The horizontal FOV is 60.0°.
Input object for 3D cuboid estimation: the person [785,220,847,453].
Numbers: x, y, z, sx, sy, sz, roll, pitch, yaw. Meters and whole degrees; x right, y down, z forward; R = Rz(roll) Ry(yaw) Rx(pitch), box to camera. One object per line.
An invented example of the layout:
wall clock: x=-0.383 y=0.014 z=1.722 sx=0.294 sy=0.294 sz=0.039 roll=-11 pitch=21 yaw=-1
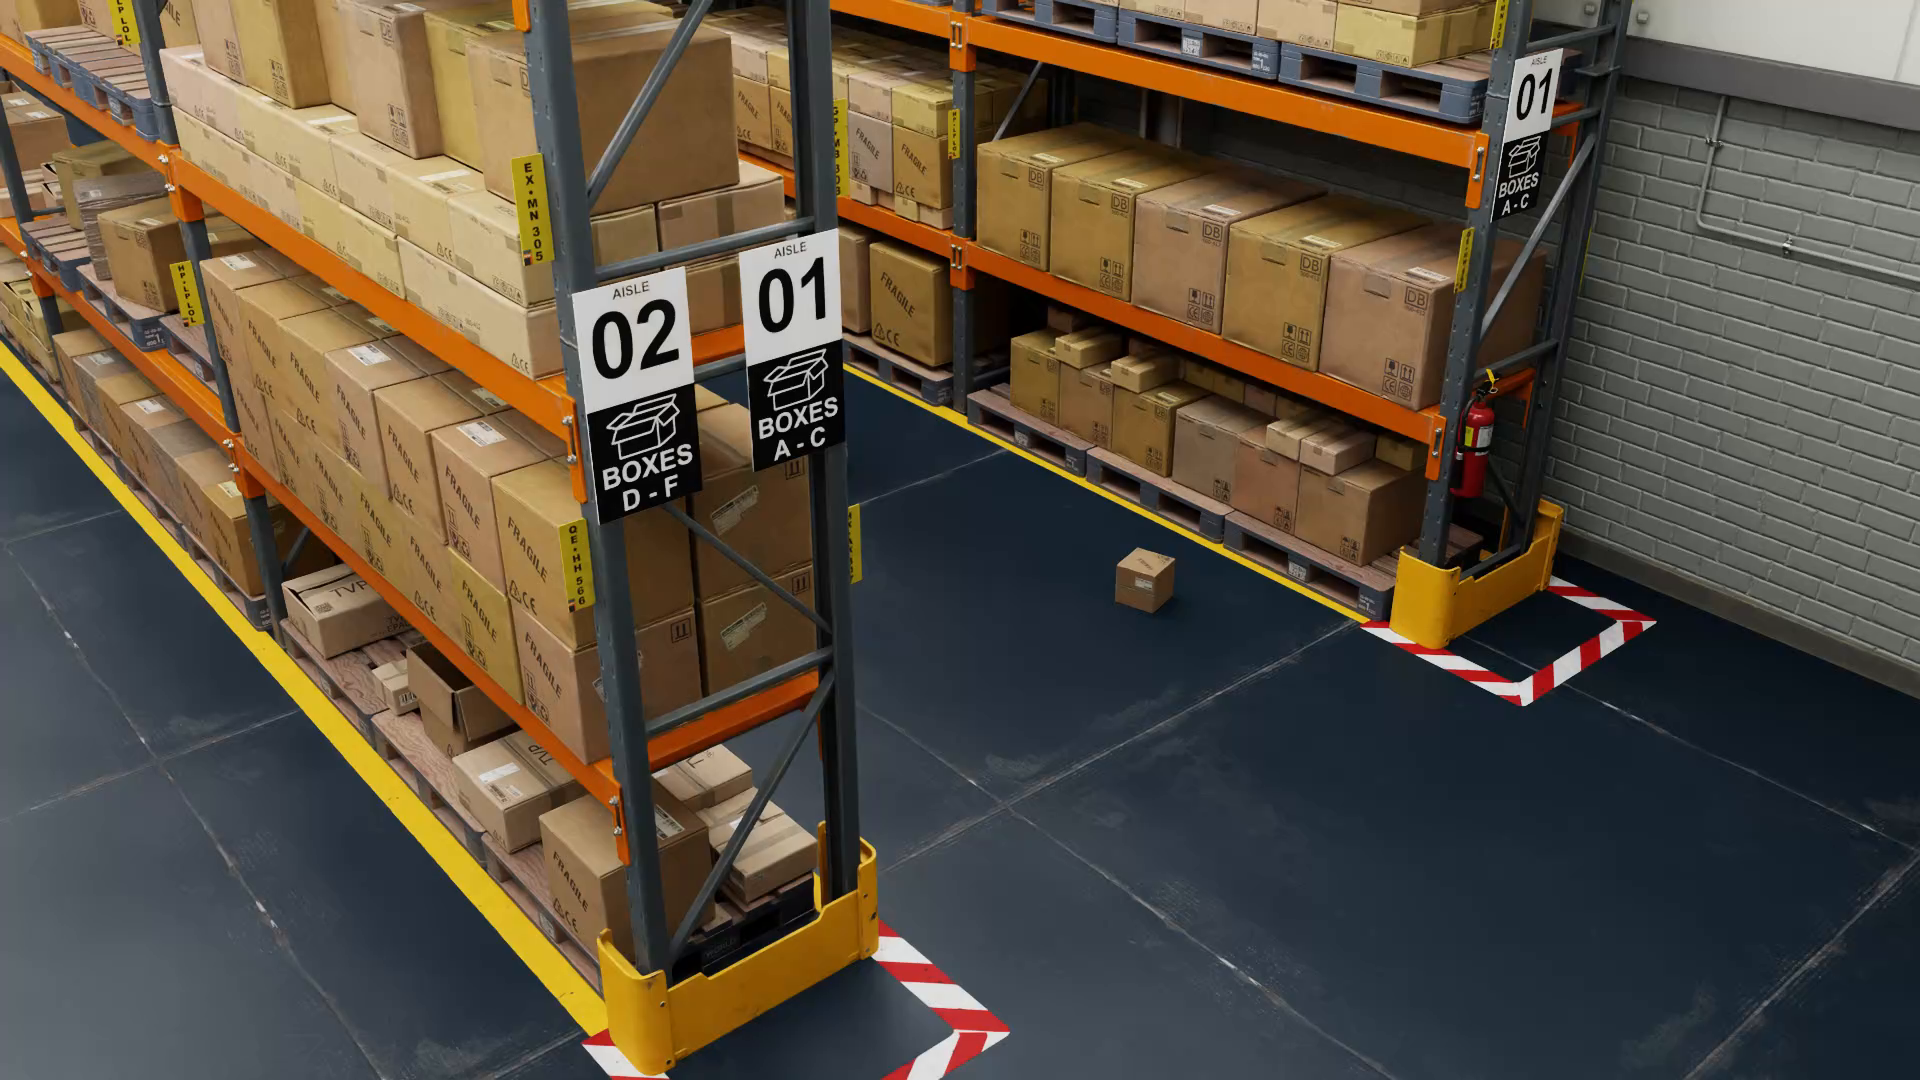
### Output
person: x=-1.129 y=-1.372 z=11.159 sx=0.497 sy=1.613 sz=0.990 roll=-20 pitch=34 yaw=-32
